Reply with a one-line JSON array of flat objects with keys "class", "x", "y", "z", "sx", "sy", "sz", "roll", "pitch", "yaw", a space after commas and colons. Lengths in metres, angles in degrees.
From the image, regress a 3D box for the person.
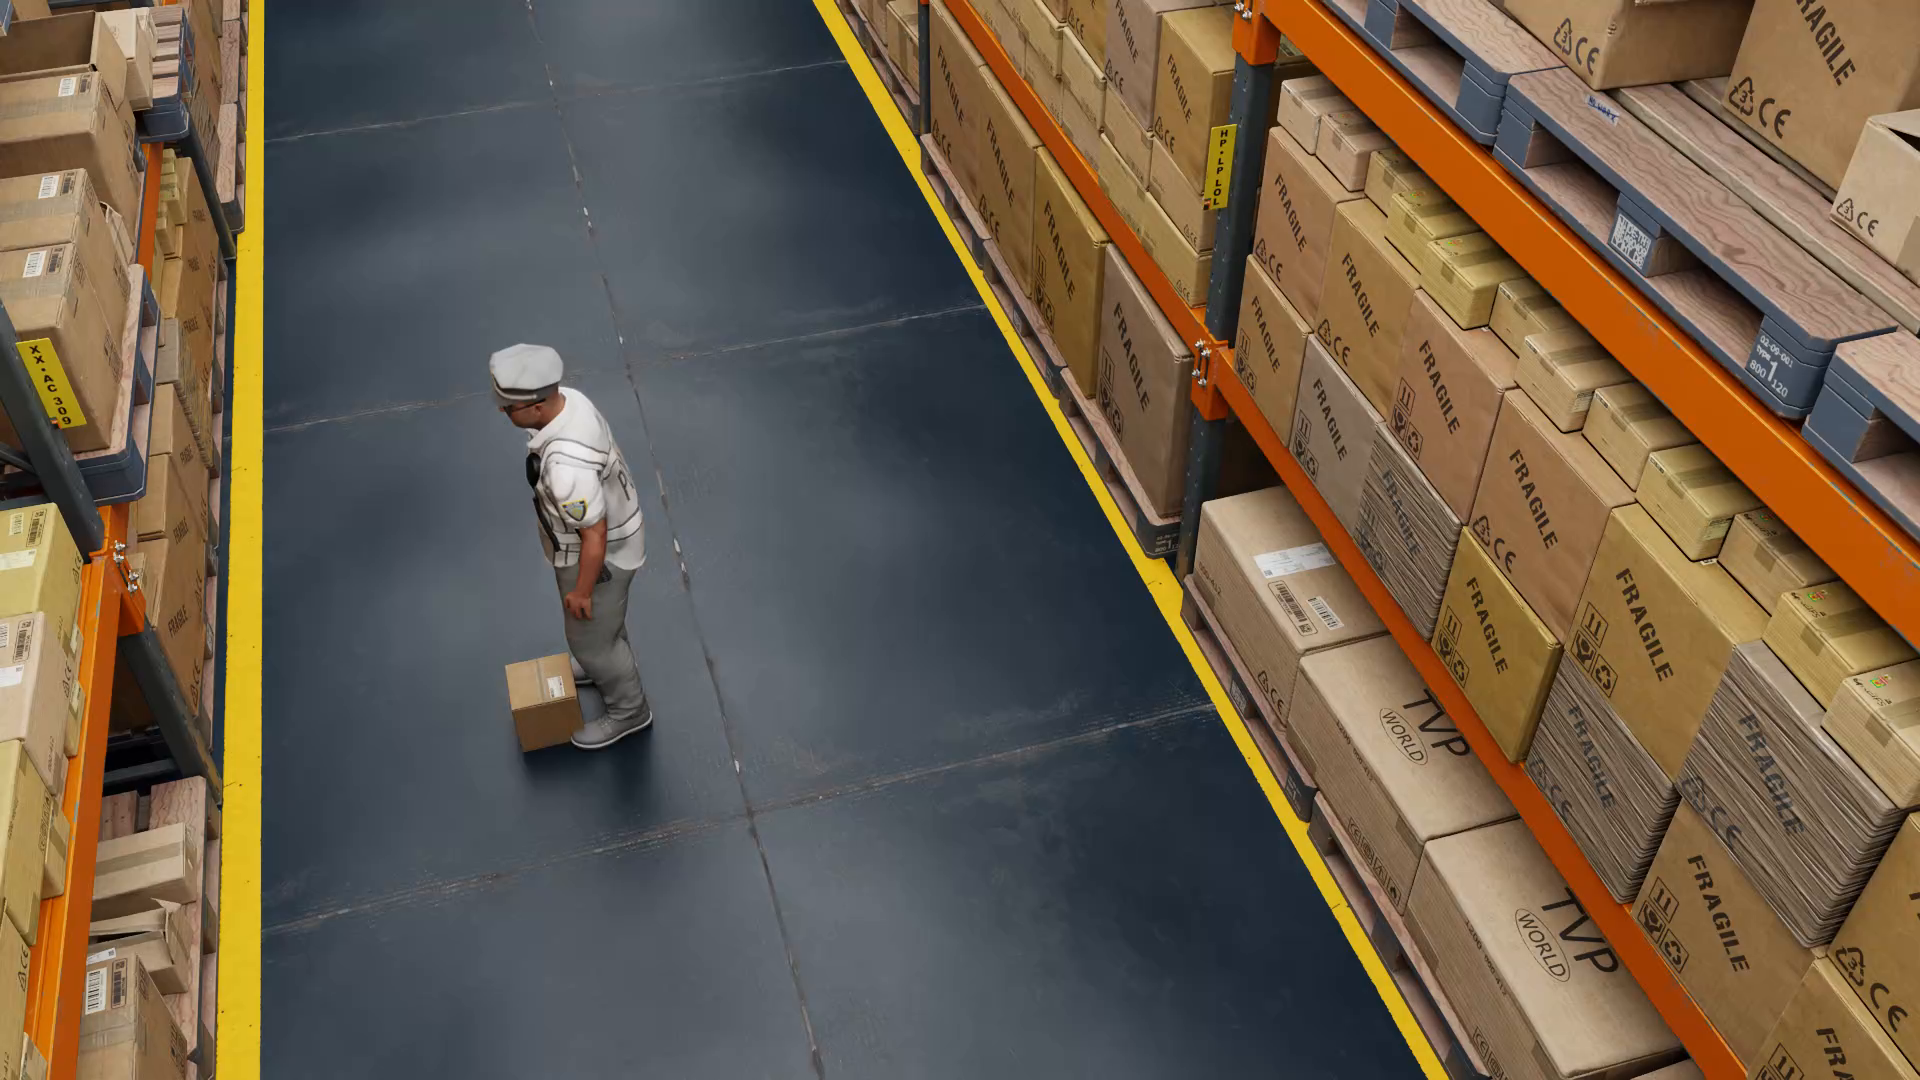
[{"class": "person", "x": -1.379, "y": 0.020, "z": 6.132, "sx": 0.436, "sy": 1.748, "sz": 0.587, "roll": -12, "pitch": 43, "yaw": -13}]
